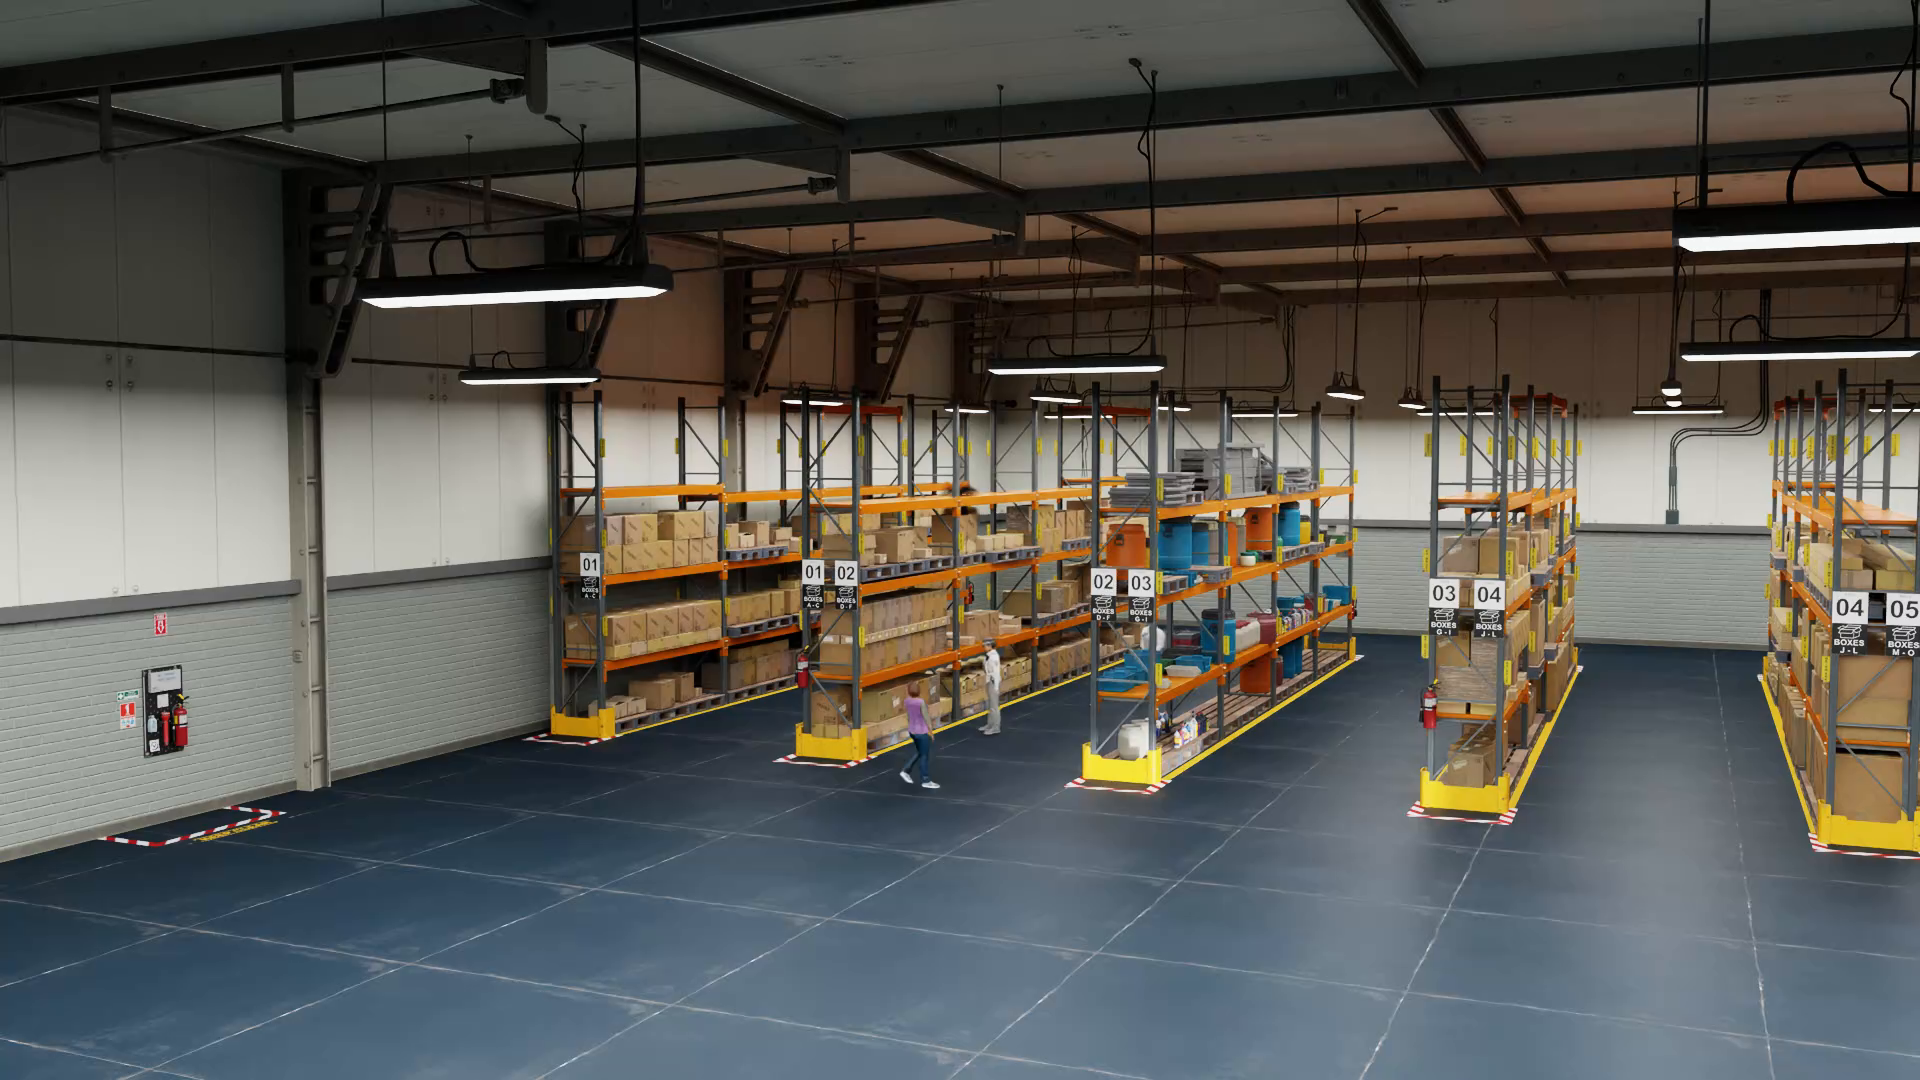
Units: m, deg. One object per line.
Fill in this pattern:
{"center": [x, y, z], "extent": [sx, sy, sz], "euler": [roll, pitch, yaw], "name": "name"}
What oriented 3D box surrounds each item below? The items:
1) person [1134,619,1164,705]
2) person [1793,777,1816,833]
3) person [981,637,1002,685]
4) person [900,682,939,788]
{"center": [3.740, 2.371, 32.650], "extent": [0.601, 1.812, 0.946], "euler": [2, 4, 29], "name": "person"}
{"center": [14.975, 2.903, 23.087], "extent": [8.348, 1.662, 5.800], "euler": [-1, 3, -22], "name": "person"}
{"center": [0.552, 2.131, 29.255], "extent": [0.350, 0.833, 0.516], "euler": [-1, 3, -10], "name": "person"}
{"center": [-0.597, 2.863, 24.516], "extent": [0.517, 1.595, 0.498], "euler": [-2, 4, -31], "name": "person"}
